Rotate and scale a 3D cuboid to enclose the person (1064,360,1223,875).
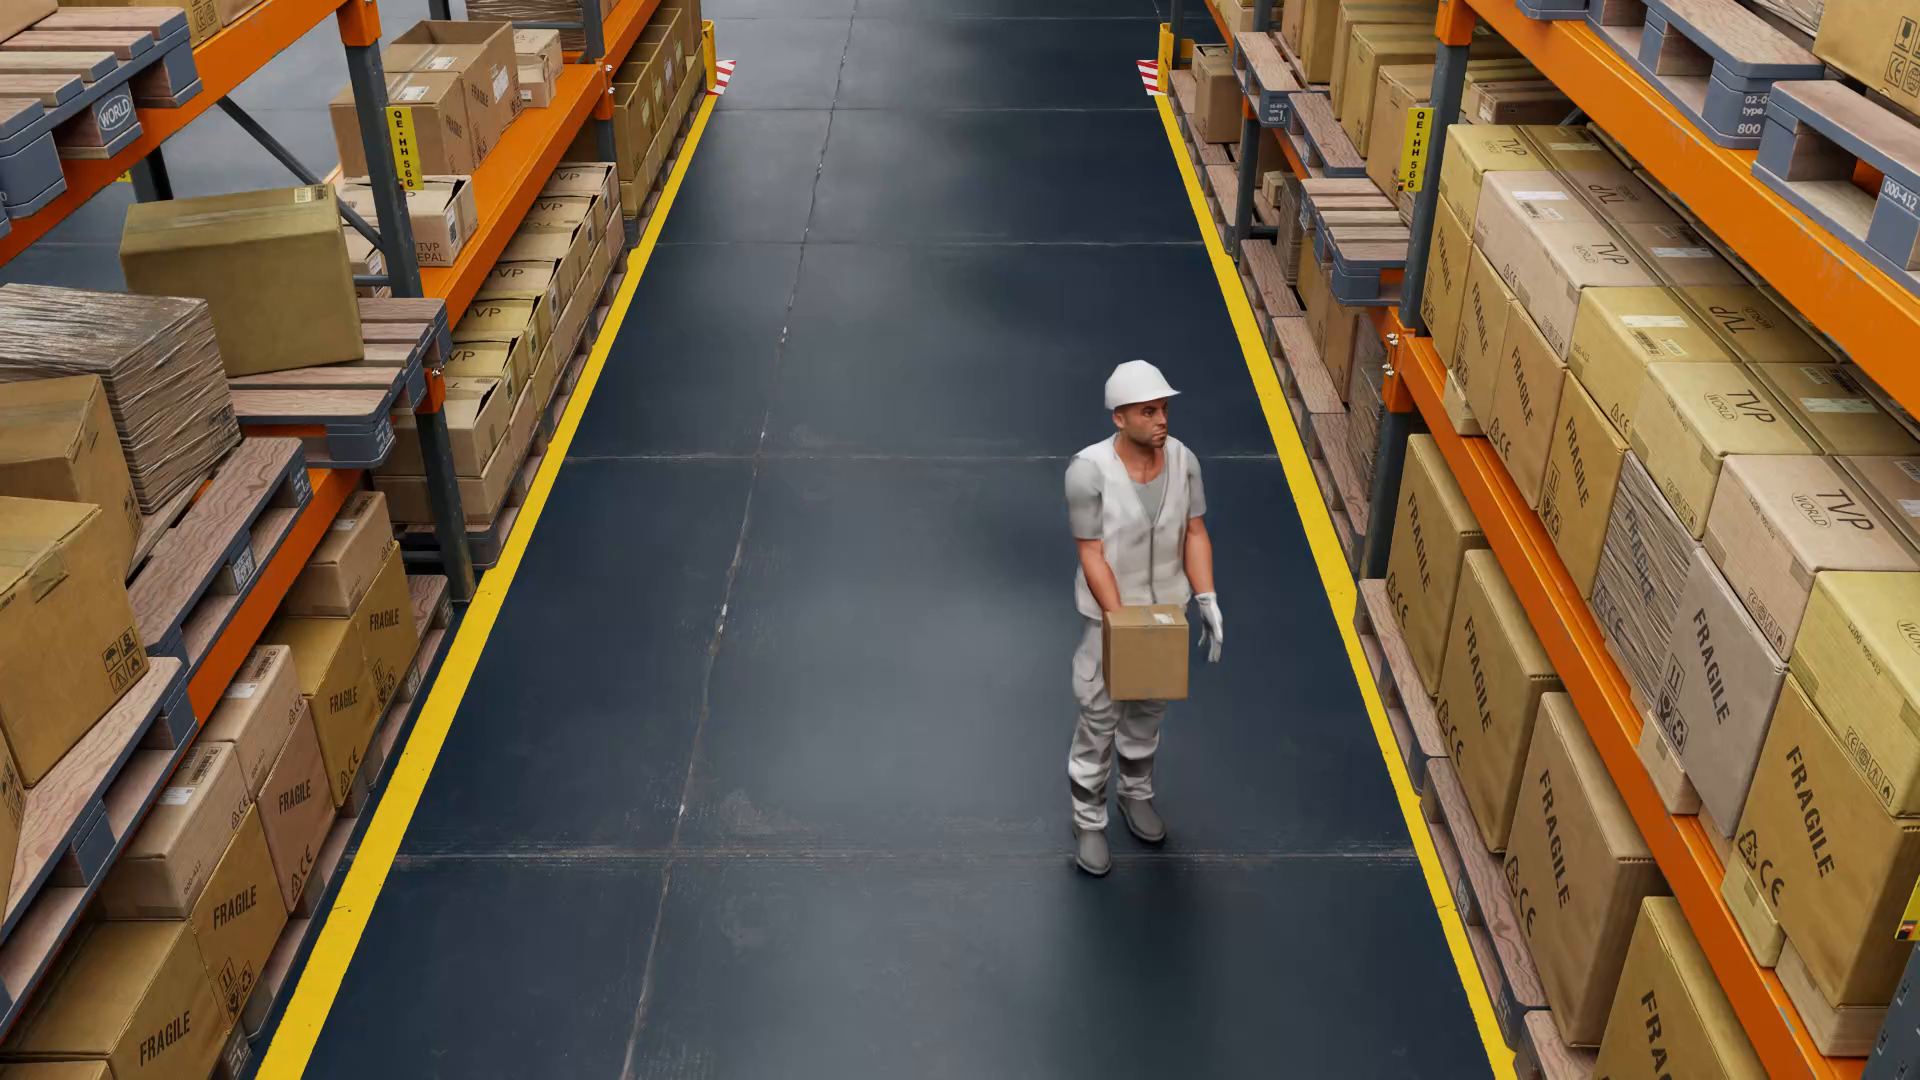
[{"bbox_3d":[0.609,0.276,5.650,0.558,1.794,0.528,-15,34,-23],"label":"person"}]
